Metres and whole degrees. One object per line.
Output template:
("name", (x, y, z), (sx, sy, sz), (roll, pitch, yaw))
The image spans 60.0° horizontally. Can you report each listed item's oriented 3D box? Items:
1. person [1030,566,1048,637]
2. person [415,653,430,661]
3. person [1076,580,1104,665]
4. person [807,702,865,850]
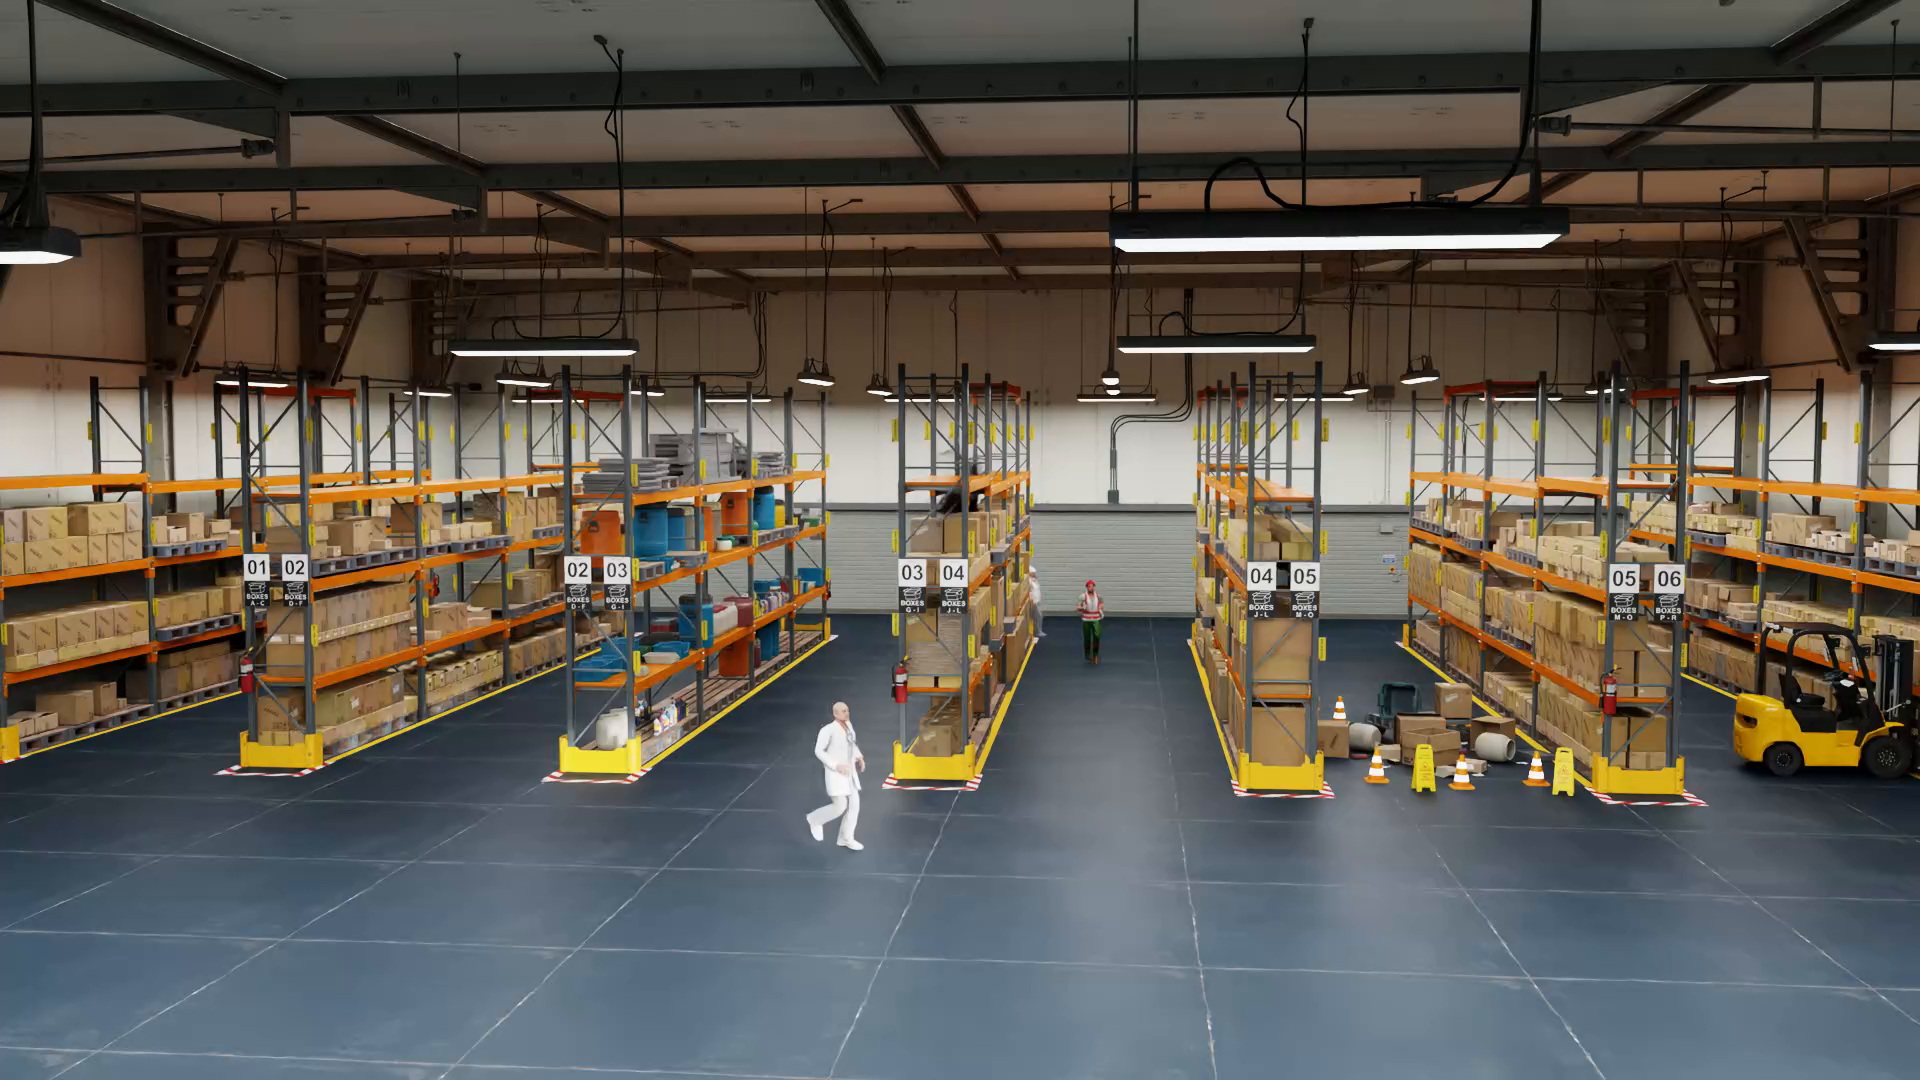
("person", (1.744, 1.512, 40.865), (0.763, 1.738, 0.697), (2, 4, 24))
("person", (-10.908, 2.028, 33.852), (0.566, 1.623, 0.571), (1, 4, 8))
("person", (2.846, 1.788, 36.150), (0.637, 1.839, 0.753), (0, 4, -3))
("person", (-1.486, 2.838, 20.162), (0.770, 1.765, 0.738), (3, 4, 35))
